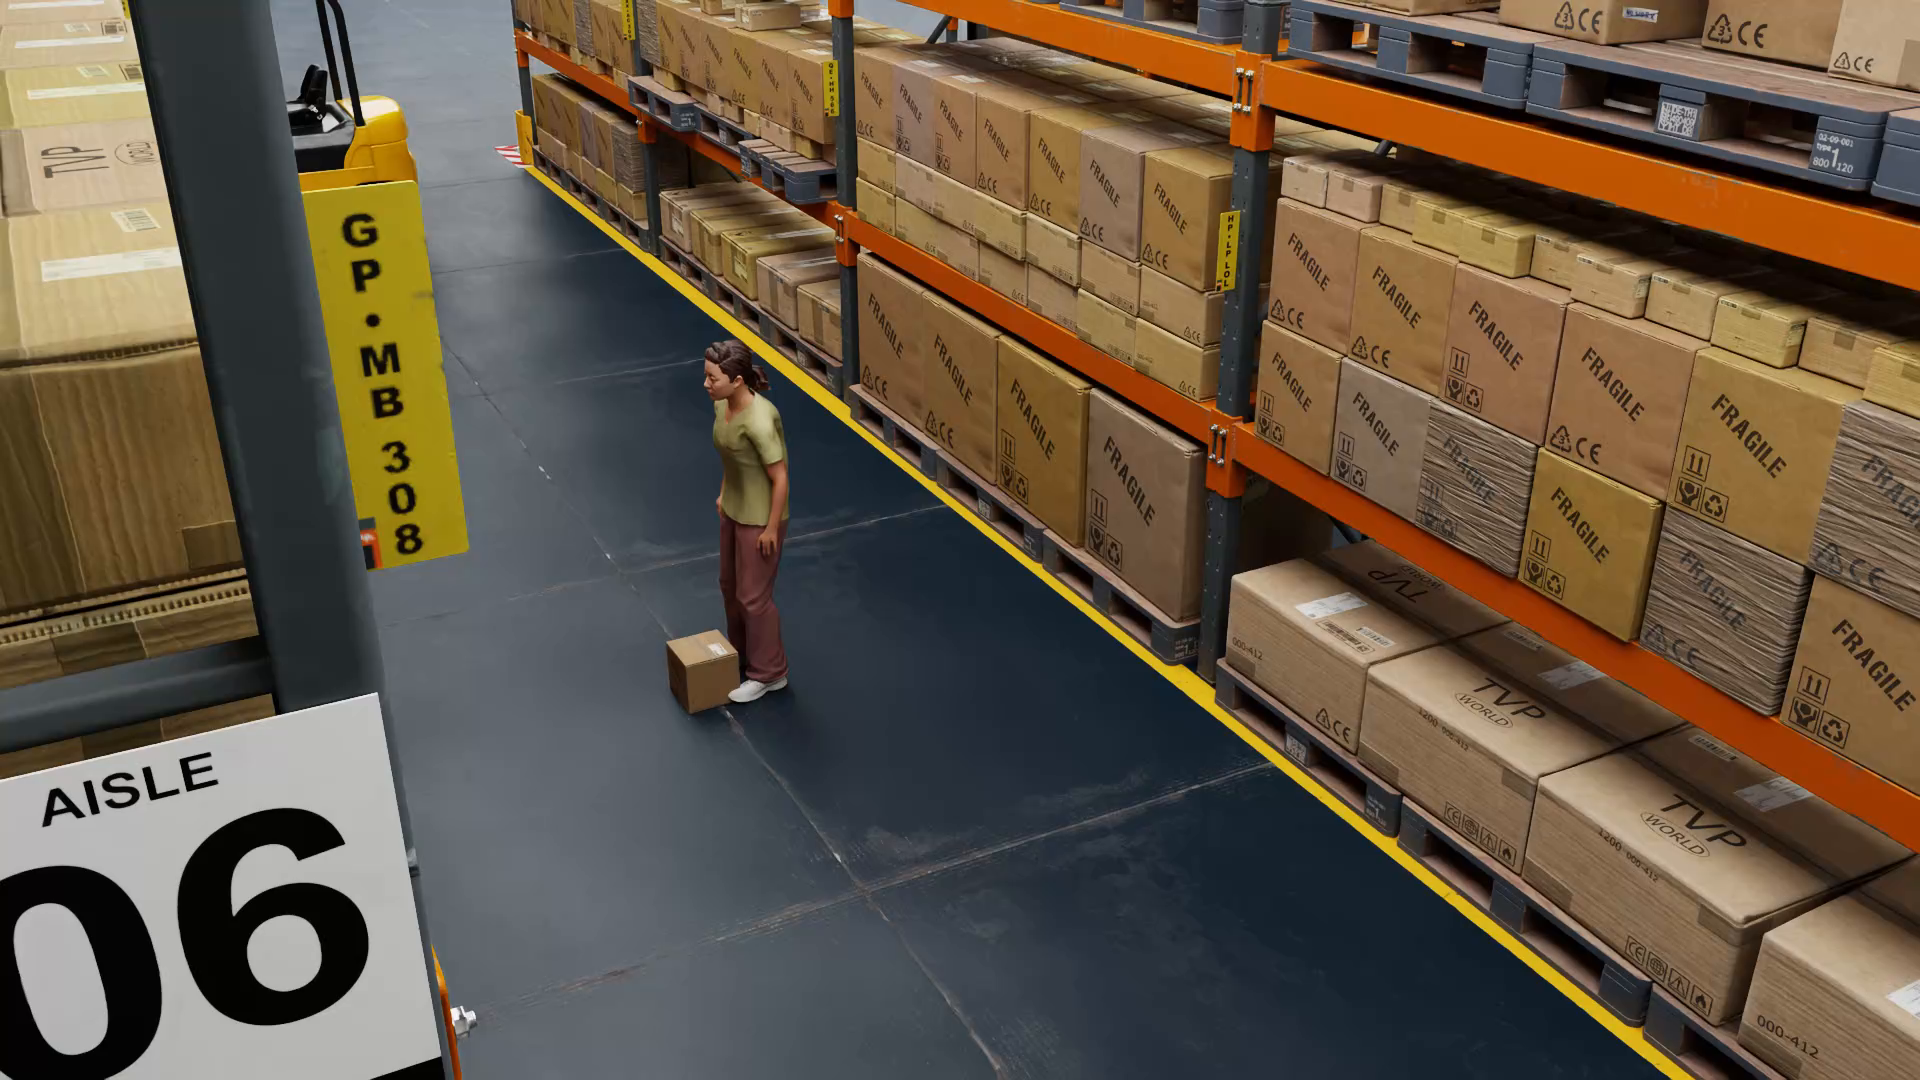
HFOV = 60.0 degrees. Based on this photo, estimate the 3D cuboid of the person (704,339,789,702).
[{"bbox_3d":[-0.946,-0.097,7.316,0.371,1.672,0.521,-15,29,-28],"label":"person"}]
